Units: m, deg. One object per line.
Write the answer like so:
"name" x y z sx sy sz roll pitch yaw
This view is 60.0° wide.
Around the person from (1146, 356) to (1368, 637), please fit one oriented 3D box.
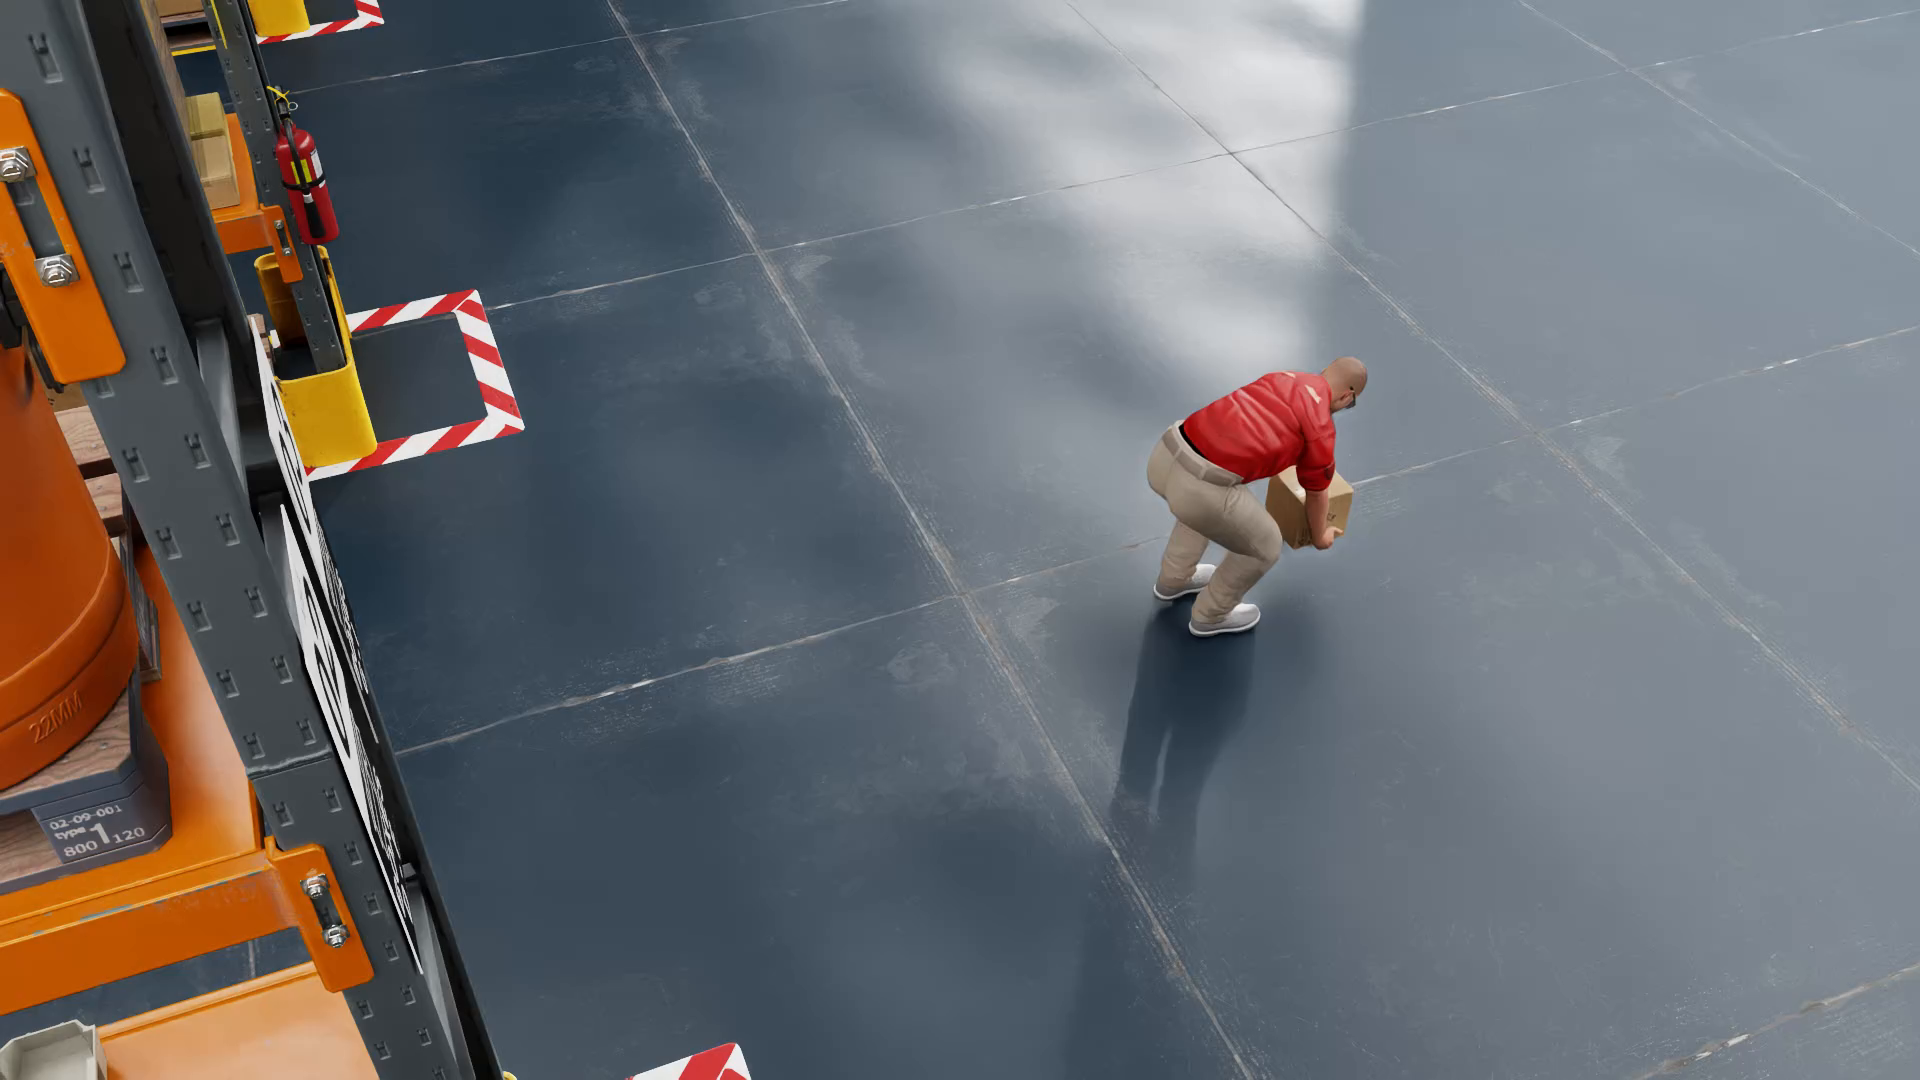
"person" 1.204 -0.178 6.829 0.937 1.129 0.516 -17 44 -19
